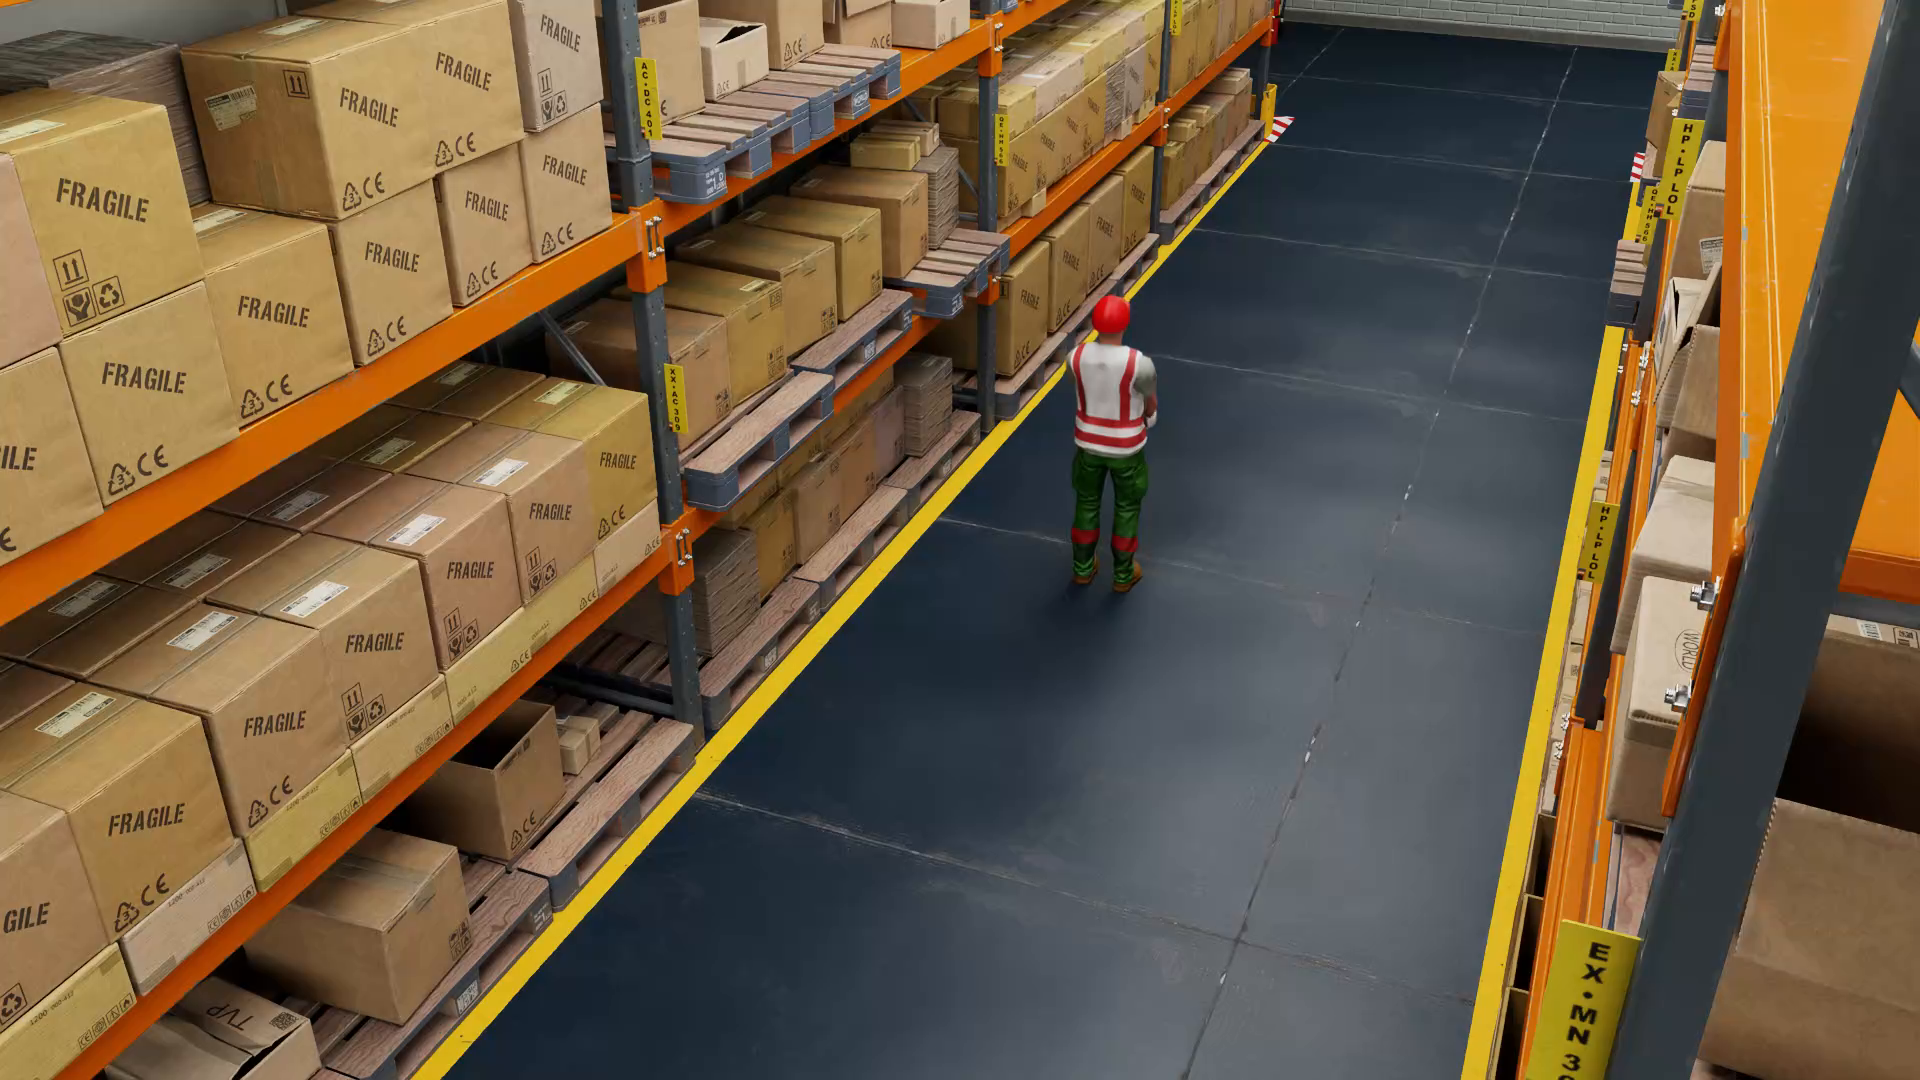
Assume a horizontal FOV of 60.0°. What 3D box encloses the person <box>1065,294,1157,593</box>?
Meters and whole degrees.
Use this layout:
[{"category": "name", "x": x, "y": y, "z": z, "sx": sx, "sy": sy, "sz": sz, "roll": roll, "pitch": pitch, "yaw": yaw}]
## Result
[{"category": "person", "x": 0.871, "y": -0.586, "z": 9.416, "sx": 0.515, "sy": 1.792, "sz": 0.553, "roll": 11, "pitch": 31, "yaw": 19}]
